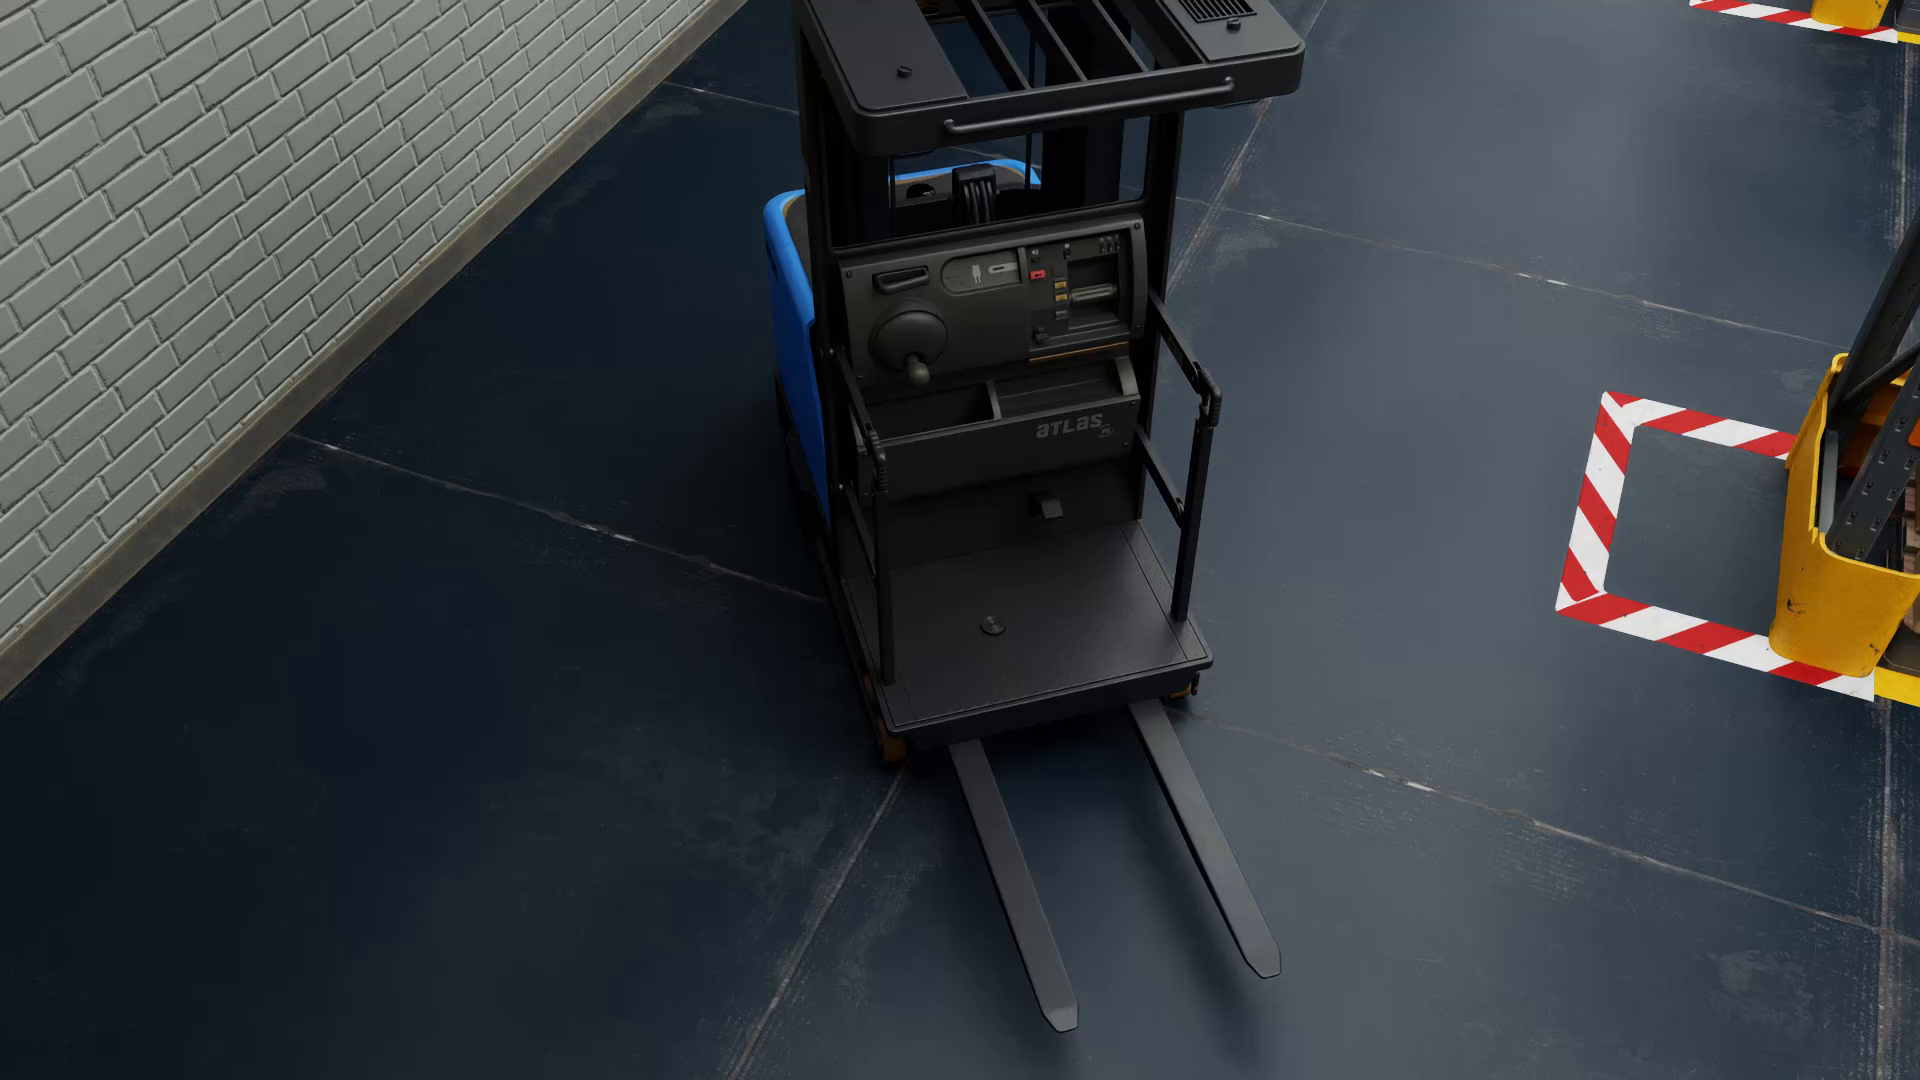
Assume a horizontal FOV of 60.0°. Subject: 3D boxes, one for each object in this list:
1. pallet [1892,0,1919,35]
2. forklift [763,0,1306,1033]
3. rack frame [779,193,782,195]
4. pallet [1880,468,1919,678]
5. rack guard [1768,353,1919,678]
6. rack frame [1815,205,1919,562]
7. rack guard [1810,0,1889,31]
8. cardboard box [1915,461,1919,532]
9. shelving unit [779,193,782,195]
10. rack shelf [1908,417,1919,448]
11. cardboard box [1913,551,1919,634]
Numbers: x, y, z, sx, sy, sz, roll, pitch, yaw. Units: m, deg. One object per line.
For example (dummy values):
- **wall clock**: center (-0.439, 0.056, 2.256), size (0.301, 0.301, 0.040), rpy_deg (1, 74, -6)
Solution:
- **pallet**: center (5.810, -3.004, 9.120), size (1.213, 0.211, 1.003), rpy_deg (16, 47, 16)
- **forklift**: center (0.172, -0.616, 4.792), size (1.130, 2.935, 3.031), rpy_deg (-11, 46, -11)
- **rack frame**: center (-0.567, -1.013, 6.630), size (0.240, 0.900, 0.006), rpy_deg (-11, 46, -11)
- **pallet**: center (3.960, 0.207, 5.893), size (1.213, 0.211, 1.003), rpy_deg (16, 47, 16)
- **rack guard**: center (3.224, -0.112, 6.008), size (0.348, 0.500, 1.175), rpy_deg (16, 47, 16)
- **rack frame**: center (3.154, -1.018, 5.147), size (0.127, 3.000, 1.000), rpy_deg (16, 47, 16)
- **rack guard**: center (5.037, -3.354, 9.266), size (0.348, 0.500, 1.175), rpy_deg (16, 47, 16)
- **cardboard box**: center (3.750, -0.301, 5.886), size (0.500, 0.500, 0.500), rpy_deg (16, 47, 16)
- **shelving unit**: center (-0.539, -0.944, 6.560), size (0.258, 0.900, 0.210), rpy_deg (-11, 46, -11)
- **rack shelf**: center (5.000, -0.220, 4.855), size (4.000, 0.370, 1.077), rpy_deg (16, 47, 16)
- **cardboard box**: center (3.408, 0.174, 5.658), size (0.250, 0.149, 0.380), rpy_deg (16, 47, 16)
